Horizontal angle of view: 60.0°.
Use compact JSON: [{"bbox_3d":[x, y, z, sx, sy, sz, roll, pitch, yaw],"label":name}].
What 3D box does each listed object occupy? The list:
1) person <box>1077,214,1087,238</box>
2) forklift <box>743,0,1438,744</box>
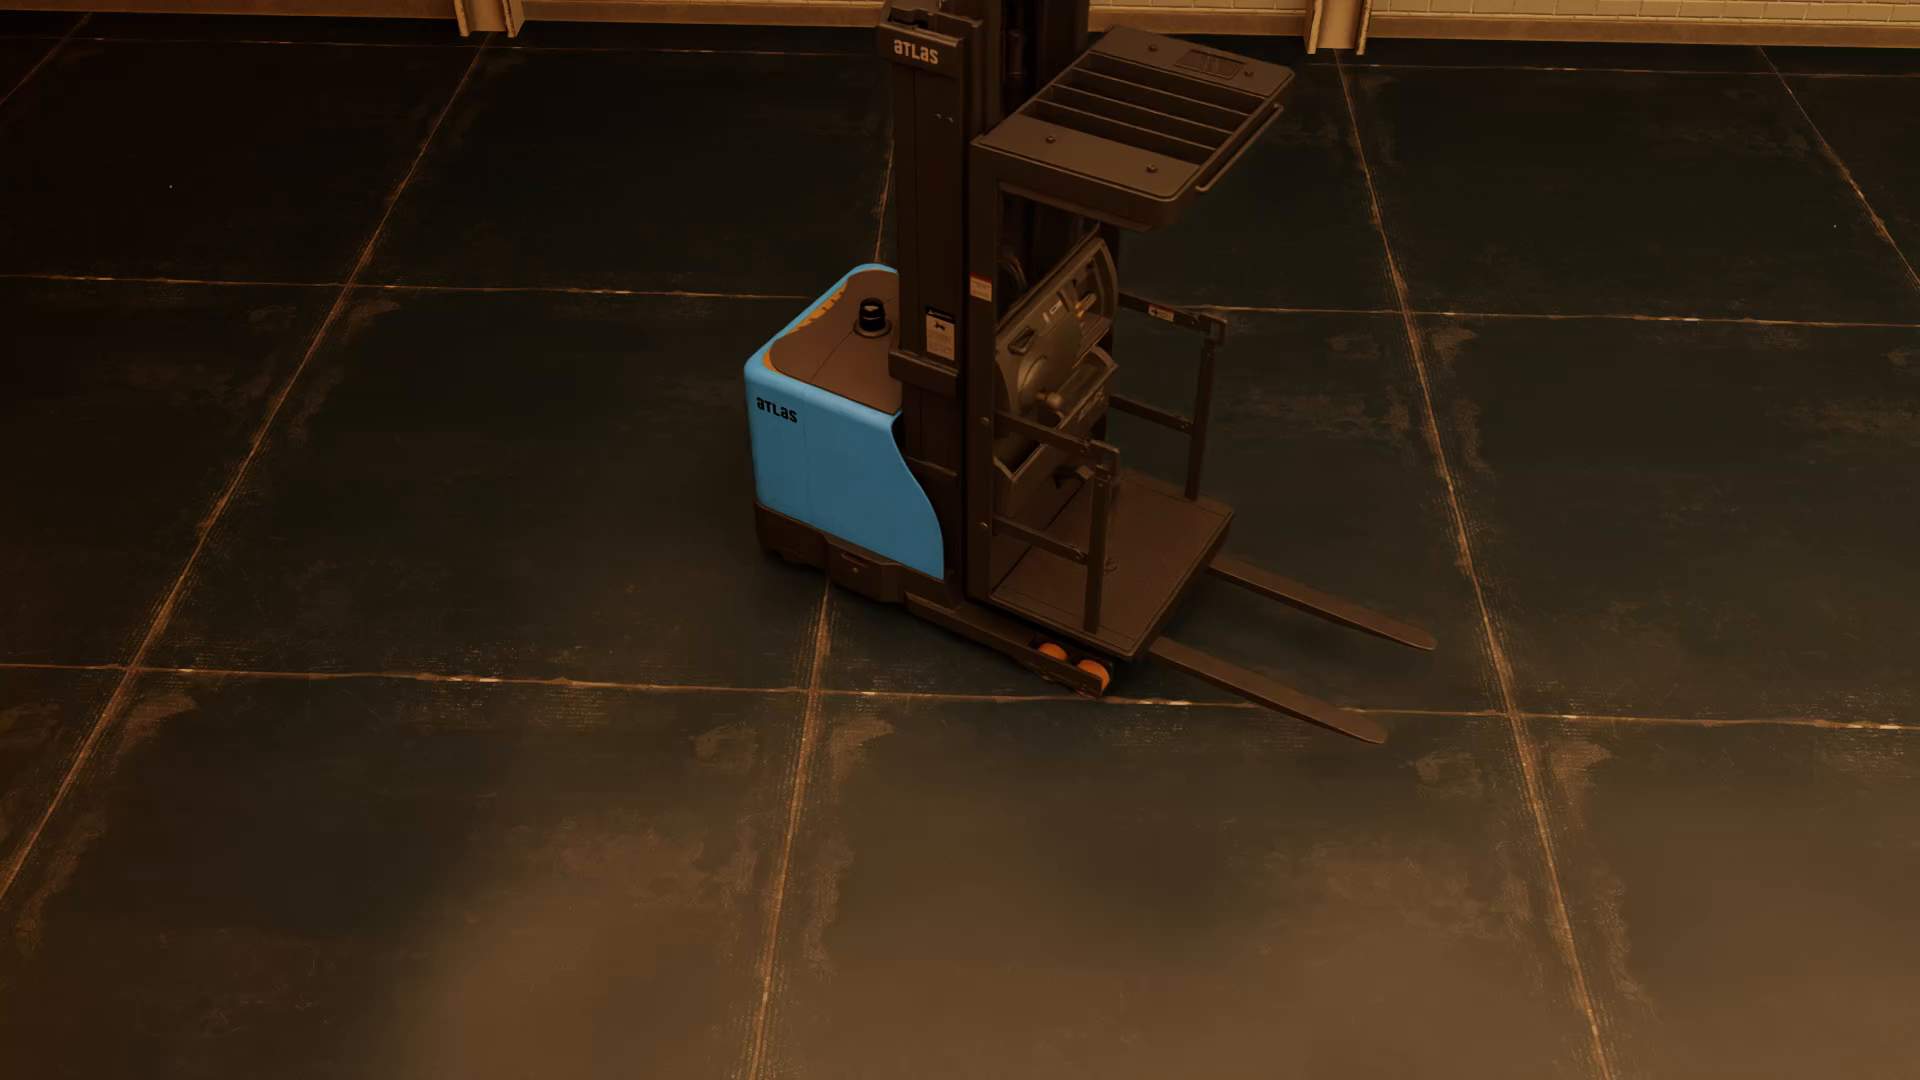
[{"bbox_3d":[0.343,-2.045,9.170,0.731,1.445,0.887,-20,46,-21],"label":"person"},{"bbox_3d":[0.575,-0.815,6.635,3.031,2.935,1.130,22,47,22],"label":"forklift"}]
